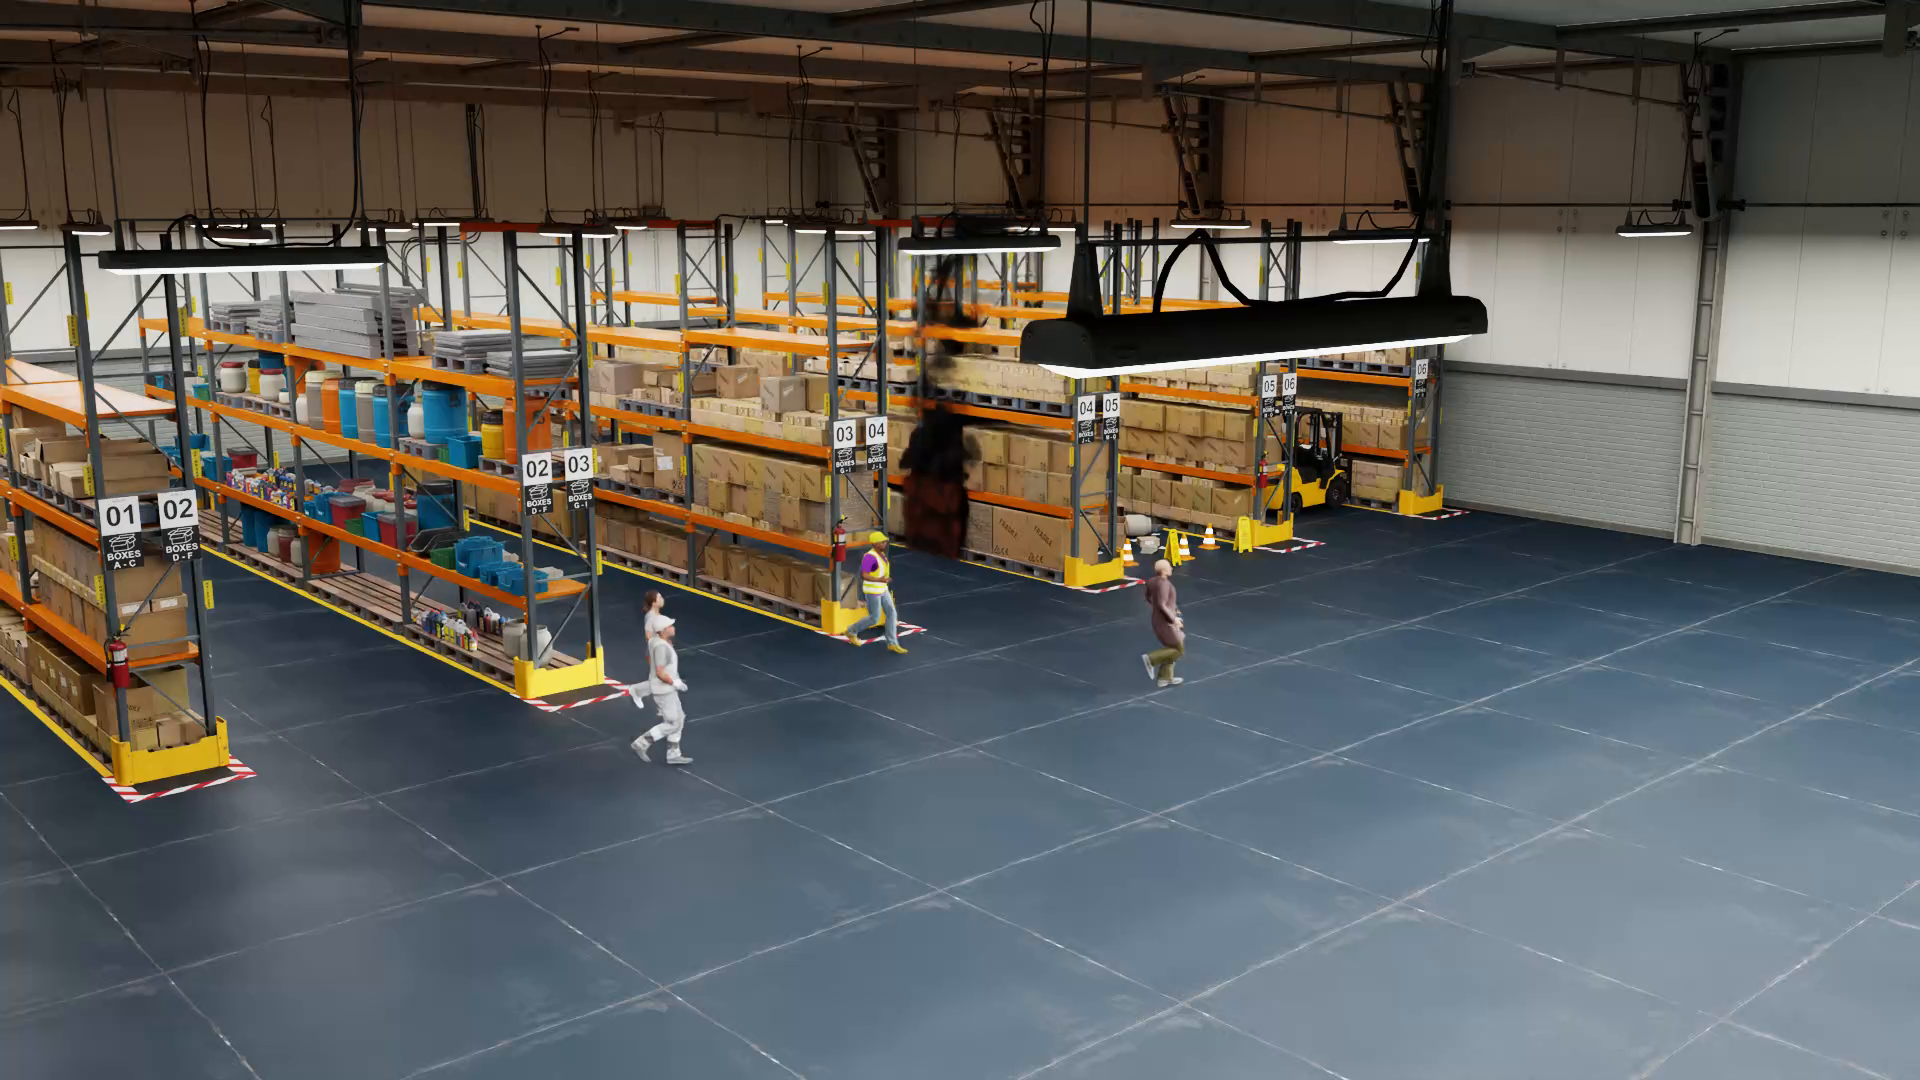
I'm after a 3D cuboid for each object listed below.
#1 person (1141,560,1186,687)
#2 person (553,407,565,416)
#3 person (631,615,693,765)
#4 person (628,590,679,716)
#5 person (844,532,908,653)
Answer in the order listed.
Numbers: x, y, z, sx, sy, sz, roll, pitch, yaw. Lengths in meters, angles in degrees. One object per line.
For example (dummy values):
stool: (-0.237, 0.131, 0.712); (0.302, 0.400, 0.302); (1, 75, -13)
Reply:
person: (2.677, 1.148, 22.085); (0.630, 1.646, 0.724); (-3, 12, -13)
person: (-9.668, -2.526, 40.171); (0.720, 1.693, 0.660); (6, 13, 29)
person: (-3.422, 1.720, 18.929); (0.717, 1.771, 0.683); (-4, 12, -17)
person: (-3.825, 1.419, 20.784); (0.662, 1.630, 0.580); (-2, 12, -9)
person: (-1.210, 0.745, 23.749); (0.937, 1.763, 0.737); (4, 12, 19)
